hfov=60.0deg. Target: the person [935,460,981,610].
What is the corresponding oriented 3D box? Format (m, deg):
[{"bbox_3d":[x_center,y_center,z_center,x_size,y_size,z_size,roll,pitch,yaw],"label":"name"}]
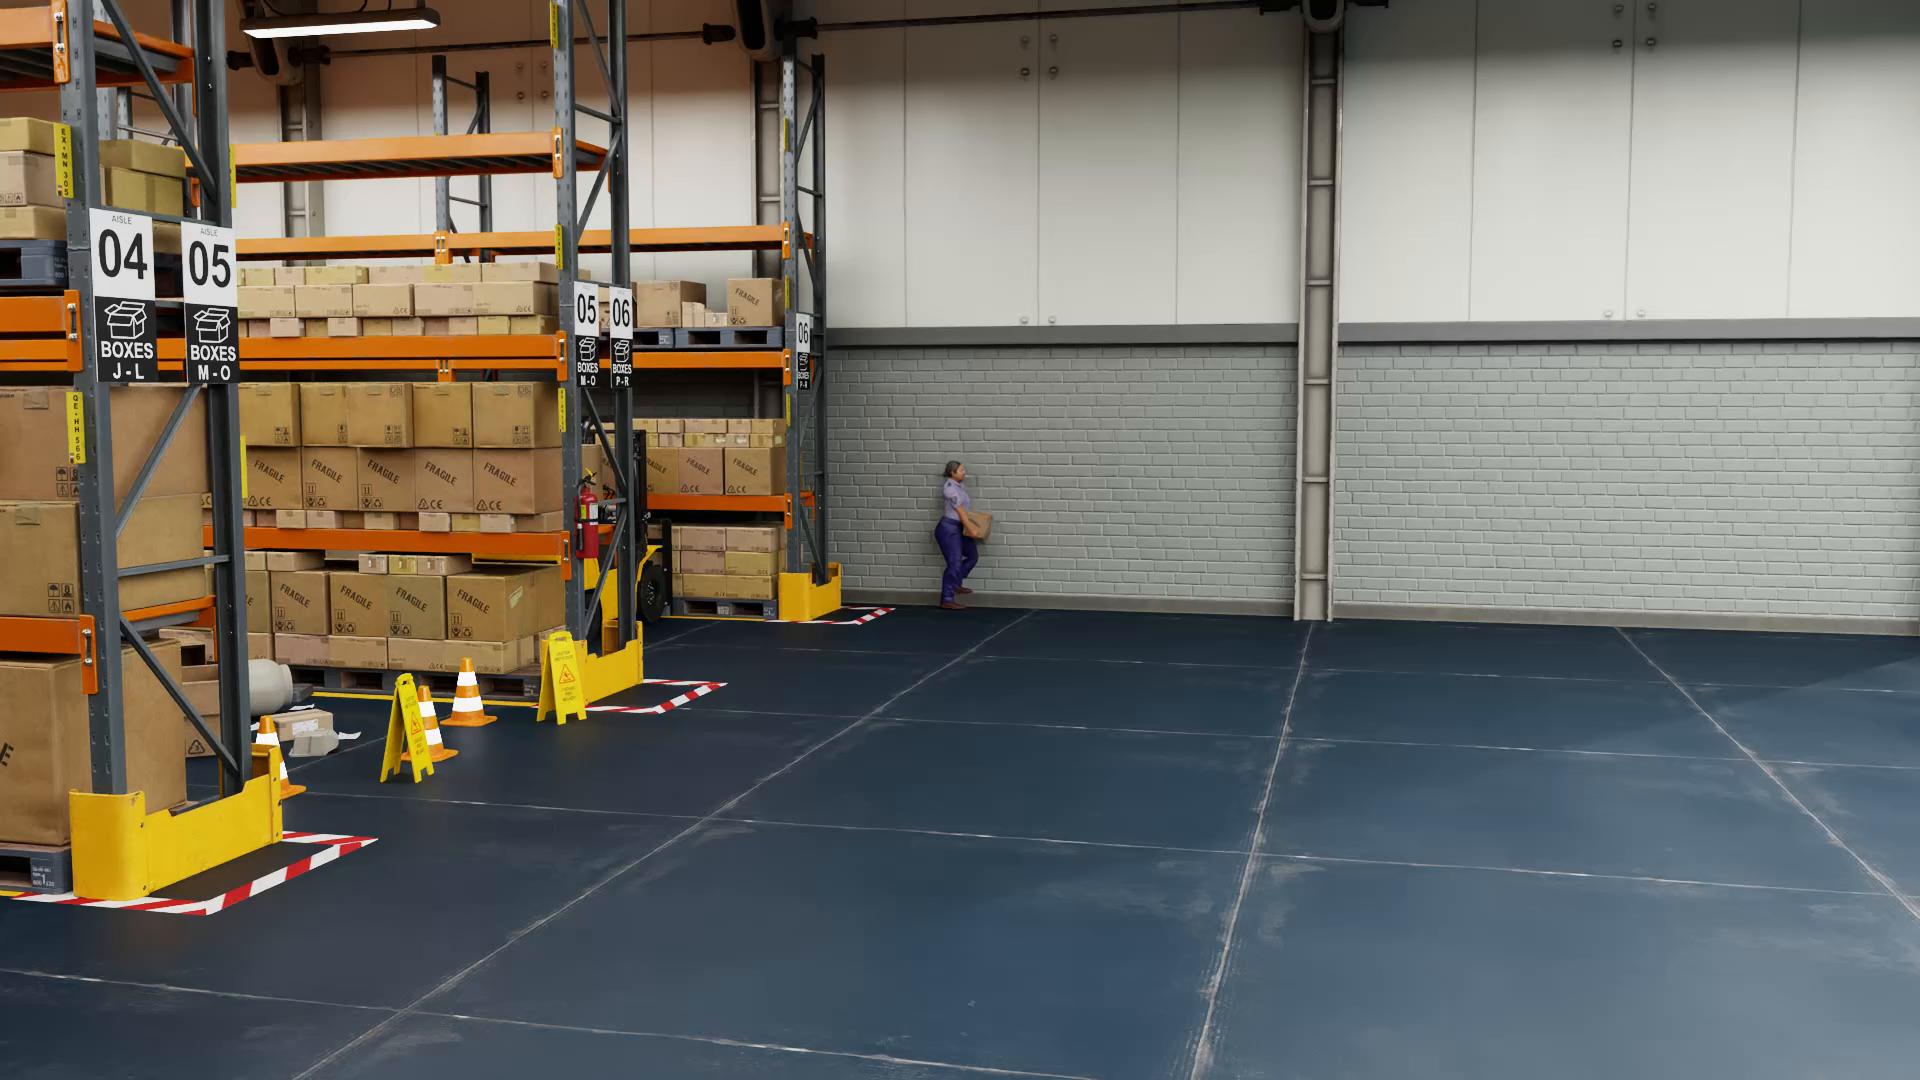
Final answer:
[{"bbox_3d":[0.008,-0.061,18.437,0.539,1.641,0.458,1,5,13],"label":"person"}]
